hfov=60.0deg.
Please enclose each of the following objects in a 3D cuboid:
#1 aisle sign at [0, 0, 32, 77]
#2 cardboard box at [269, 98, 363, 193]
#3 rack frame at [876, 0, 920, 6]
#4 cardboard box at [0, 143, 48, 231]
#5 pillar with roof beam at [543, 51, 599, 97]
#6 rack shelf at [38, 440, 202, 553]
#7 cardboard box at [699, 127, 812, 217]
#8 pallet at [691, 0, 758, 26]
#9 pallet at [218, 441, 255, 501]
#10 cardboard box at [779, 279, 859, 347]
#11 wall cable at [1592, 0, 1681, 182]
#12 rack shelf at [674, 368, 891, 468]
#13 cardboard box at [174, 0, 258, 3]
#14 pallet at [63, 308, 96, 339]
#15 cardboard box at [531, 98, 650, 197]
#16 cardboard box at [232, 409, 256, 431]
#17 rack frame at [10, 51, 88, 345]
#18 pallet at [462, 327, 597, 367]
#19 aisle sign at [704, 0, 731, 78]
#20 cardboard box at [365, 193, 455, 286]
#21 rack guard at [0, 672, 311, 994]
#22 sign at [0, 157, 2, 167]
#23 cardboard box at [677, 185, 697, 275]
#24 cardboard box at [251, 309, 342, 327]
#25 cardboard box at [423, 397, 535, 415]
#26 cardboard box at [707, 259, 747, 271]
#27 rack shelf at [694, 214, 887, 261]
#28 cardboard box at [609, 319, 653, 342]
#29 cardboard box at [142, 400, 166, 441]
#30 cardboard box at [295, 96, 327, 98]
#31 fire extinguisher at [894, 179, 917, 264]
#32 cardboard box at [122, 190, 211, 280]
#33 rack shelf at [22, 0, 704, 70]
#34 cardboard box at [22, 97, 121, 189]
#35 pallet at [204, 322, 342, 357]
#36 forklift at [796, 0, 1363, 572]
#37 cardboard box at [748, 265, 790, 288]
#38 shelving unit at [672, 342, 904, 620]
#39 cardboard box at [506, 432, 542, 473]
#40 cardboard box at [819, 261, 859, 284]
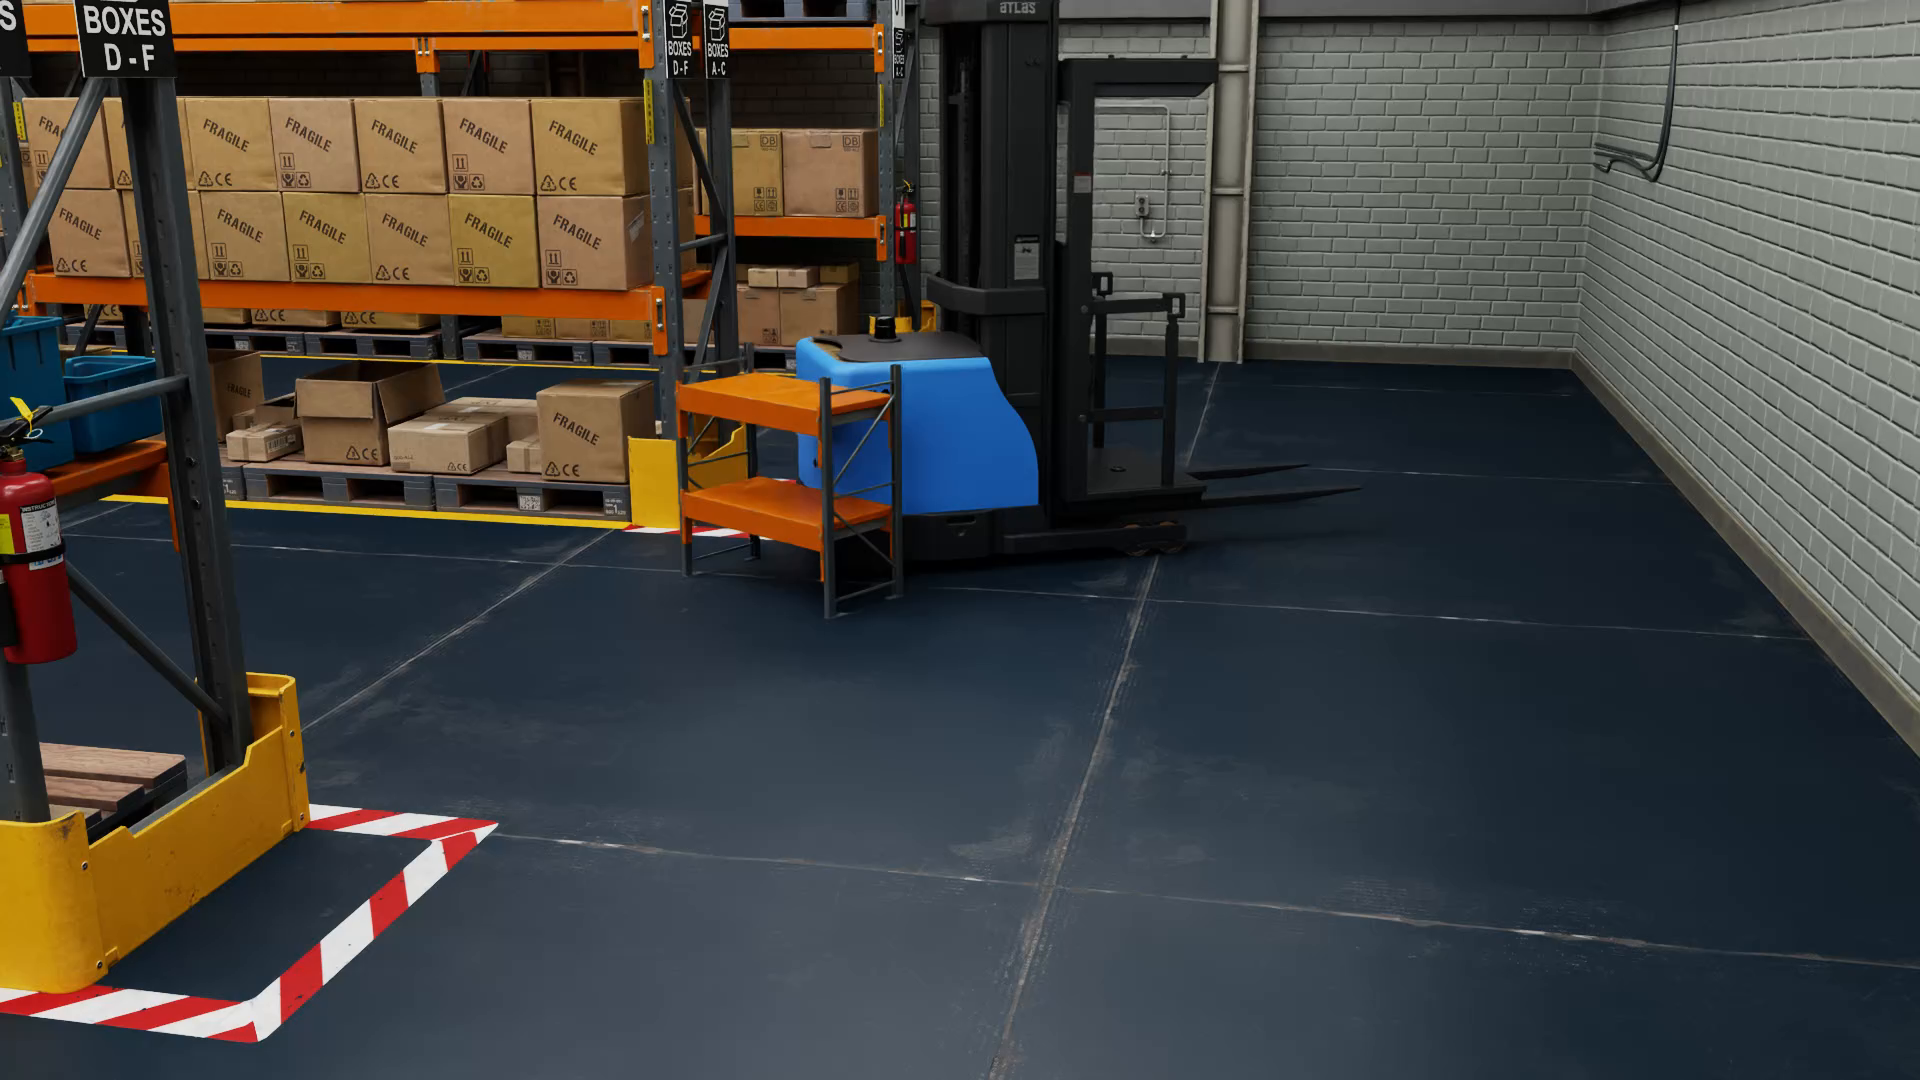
[{"bbox_3d":[-2.466,-1.538,4.057,0.004,0.787,0.394,3,16,11],"label":"aisle sign"},{"bbox_3d":[-3.486,-2.224,9.340,0.500,0.500,0.500,4,16,13],"label":"cardboard box"},{"bbox_3d":[-0.504,-5.849,13.249,0.127,3.000,1.000,3,16,11],"label":"rack frame"},{"bbox_3d":[-5.827,-2.209,10.372,0.500,0.500,0.700,-2,16,-8],"label":"cardboard box"},{"bbox_3d":[-4.423,-5.124,10.634,0.400,9.000,9.100,3,16,11],"label":"pillar with roof beam"},{"bbox_3d":[-4.438,-0.126,5.174,4.000,0.370,1.077,3,16,11],"label":"rack shelf"},{"bbox_3d":[-1.721,-3.162,14.228,0.700,0.700,0.980,3,16,11],"label":"cardboard box"},{"bbox_3d":[-2.432,-4.461,14.026,1.213,0.211,1.003,3,16,11],"label":"pallet"},{"bbox_3d":[-4.734,-0.494,10.379,1.213,0.211,1.003,3,16,11],"label":"pallet"},{"bbox_3d":[-1.210,-1.966,14.368,0.500,0.500,0.700,3,16,11],"label":"cardboard box"},{"bbox_3d":[4.967,-3.958,12.240,0.112,2.526,3.097,3,16,11],"label":"wall cable"},{"bbox_3d":[-0.832,-0.597,7.942,1.000,0.278,0.538,13,20,39],"label":"rack shelf"},{"bbox_3d":[-4.001,-3.102,9.235,0.500,0.250,0.500,3,16,11],"label":"cardboard box"},{"bbox_3d":[-9.109,-2.081,16.110,1.213,0.211,1.003,3,16,11],"label":"pallet"},{"bbox_3d":[-1.978,-2.143,9.050,0.500,0.500,0.500,3,16,11],"label":"cardboard box"},{"bbox_3d":[-4.413,-0.752,10.604,0.250,0.149,0.380,3,16,11],"label":"cardboard box"},{"bbox_3d":[-8.344,-3.383,15.586,0.127,3.000,1.000,3,16,11],"label":"rack frame"},{"bbox_3d":[-3.694,-1.766,14.971,1.213,0.211,1.003,3,16,11],"label":"pallet"},{"bbox_3d":[-1.362,-2.988,9.288,0.004,0.787,0.394,3,16,11],"label":"aisle sign"},{"bbox_3d":[-2.978,-1.717,9.384,0.500,0.500,0.500,3,16,12],"label":"cardboard box"},{"bbox_3d":[-2.452,0.837,5.035,0.348,0.500,1.175,3,16,11],"label":"rack guard"},{"bbox_3d":[-5.514,-2.287,9.460,0.005,0.325,0.100,3,16,11],"label":"sign"},{"bbox_3d":[-1.870,-1.802,9.692,0.500,0.500,0.500,3,16,12],"label":"cardboard box"},{"bbox_3d":[-5.958,-2.384,15.219,0.750,0.750,0.750,4,16,13],"label":"cardboard box"},{"bbox_3d":[-2.944,-0.705,10.244,0.500,0.250,0.500,3,16,11],"label":"cardboard box"},{"bbox_3d":[-2.039,-2.378,14.639,0.250,0.149,0.380,3,16,12],"label":"cardboard box"},{"bbox_3d":[-2.464,-2.717,14.530,4.000,0.370,1.077,3,16,11],"label":"rack shelf"},{"bbox_3d":[-2.717,-2.046,14.655,0.500,0.500,0.700,3,16,12],"label":"cardboard box"},{"bbox_3d":[-5.039,-0.712,10.155,0.500,0.311,0.500,3,16,11],"label":"cardboard box"},{"bbox_3d":[-3.864,-2.392,9.947,0.500,0.500,0.500,3,16,12],"label":"cardboard box"},{"bbox_3d":[-0.448,-2.612,13.645,0.183,0.674,0.296,3,16,11],"label":"fire extinguisher"},{"bbox_3d":[-4.460,-1.798,9.675,0.500,0.500,0.500,3,16,12],"label":"cardboard box"},{"bbox_3d":[-3.447,-2.867,9.451,4.000,0.370,1.077,3,16,11],"label":"rack shelf"},{"bbox_3d":[-5.002,-2.306,9.636,0.500,0.500,0.500,4,16,13],"label":"cardboard box"},{"bbox_3d":[-6.394,-1.912,15.500,1.213,0.211,1.003,3,16,11],"label":"pallet"},{"bbox_3d":[0.685,-1.457,8.760,3.031,2.935,1.130,-5,16,-16],"label":"forklift"},{"bbox_3d":[-1.623,-2.252,14.182,0.250,0.149,0.380,4,16,13],"label":"cardboard box"},{"bbox_3d":[-0.832,-0.315,8.020,1.048,1.125,0.538,13,20,39],"label":"shelving unit"},{"bbox_3d":[-2.448,-0.518,9.725,0.250,0.166,0.380,3,16,11],"label":"cardboard box"},{"bbox_3d":[-1.048,-2.325,14.446,0.250,0.149,0.380,3,16,11],"label":"cardboard box"}]
